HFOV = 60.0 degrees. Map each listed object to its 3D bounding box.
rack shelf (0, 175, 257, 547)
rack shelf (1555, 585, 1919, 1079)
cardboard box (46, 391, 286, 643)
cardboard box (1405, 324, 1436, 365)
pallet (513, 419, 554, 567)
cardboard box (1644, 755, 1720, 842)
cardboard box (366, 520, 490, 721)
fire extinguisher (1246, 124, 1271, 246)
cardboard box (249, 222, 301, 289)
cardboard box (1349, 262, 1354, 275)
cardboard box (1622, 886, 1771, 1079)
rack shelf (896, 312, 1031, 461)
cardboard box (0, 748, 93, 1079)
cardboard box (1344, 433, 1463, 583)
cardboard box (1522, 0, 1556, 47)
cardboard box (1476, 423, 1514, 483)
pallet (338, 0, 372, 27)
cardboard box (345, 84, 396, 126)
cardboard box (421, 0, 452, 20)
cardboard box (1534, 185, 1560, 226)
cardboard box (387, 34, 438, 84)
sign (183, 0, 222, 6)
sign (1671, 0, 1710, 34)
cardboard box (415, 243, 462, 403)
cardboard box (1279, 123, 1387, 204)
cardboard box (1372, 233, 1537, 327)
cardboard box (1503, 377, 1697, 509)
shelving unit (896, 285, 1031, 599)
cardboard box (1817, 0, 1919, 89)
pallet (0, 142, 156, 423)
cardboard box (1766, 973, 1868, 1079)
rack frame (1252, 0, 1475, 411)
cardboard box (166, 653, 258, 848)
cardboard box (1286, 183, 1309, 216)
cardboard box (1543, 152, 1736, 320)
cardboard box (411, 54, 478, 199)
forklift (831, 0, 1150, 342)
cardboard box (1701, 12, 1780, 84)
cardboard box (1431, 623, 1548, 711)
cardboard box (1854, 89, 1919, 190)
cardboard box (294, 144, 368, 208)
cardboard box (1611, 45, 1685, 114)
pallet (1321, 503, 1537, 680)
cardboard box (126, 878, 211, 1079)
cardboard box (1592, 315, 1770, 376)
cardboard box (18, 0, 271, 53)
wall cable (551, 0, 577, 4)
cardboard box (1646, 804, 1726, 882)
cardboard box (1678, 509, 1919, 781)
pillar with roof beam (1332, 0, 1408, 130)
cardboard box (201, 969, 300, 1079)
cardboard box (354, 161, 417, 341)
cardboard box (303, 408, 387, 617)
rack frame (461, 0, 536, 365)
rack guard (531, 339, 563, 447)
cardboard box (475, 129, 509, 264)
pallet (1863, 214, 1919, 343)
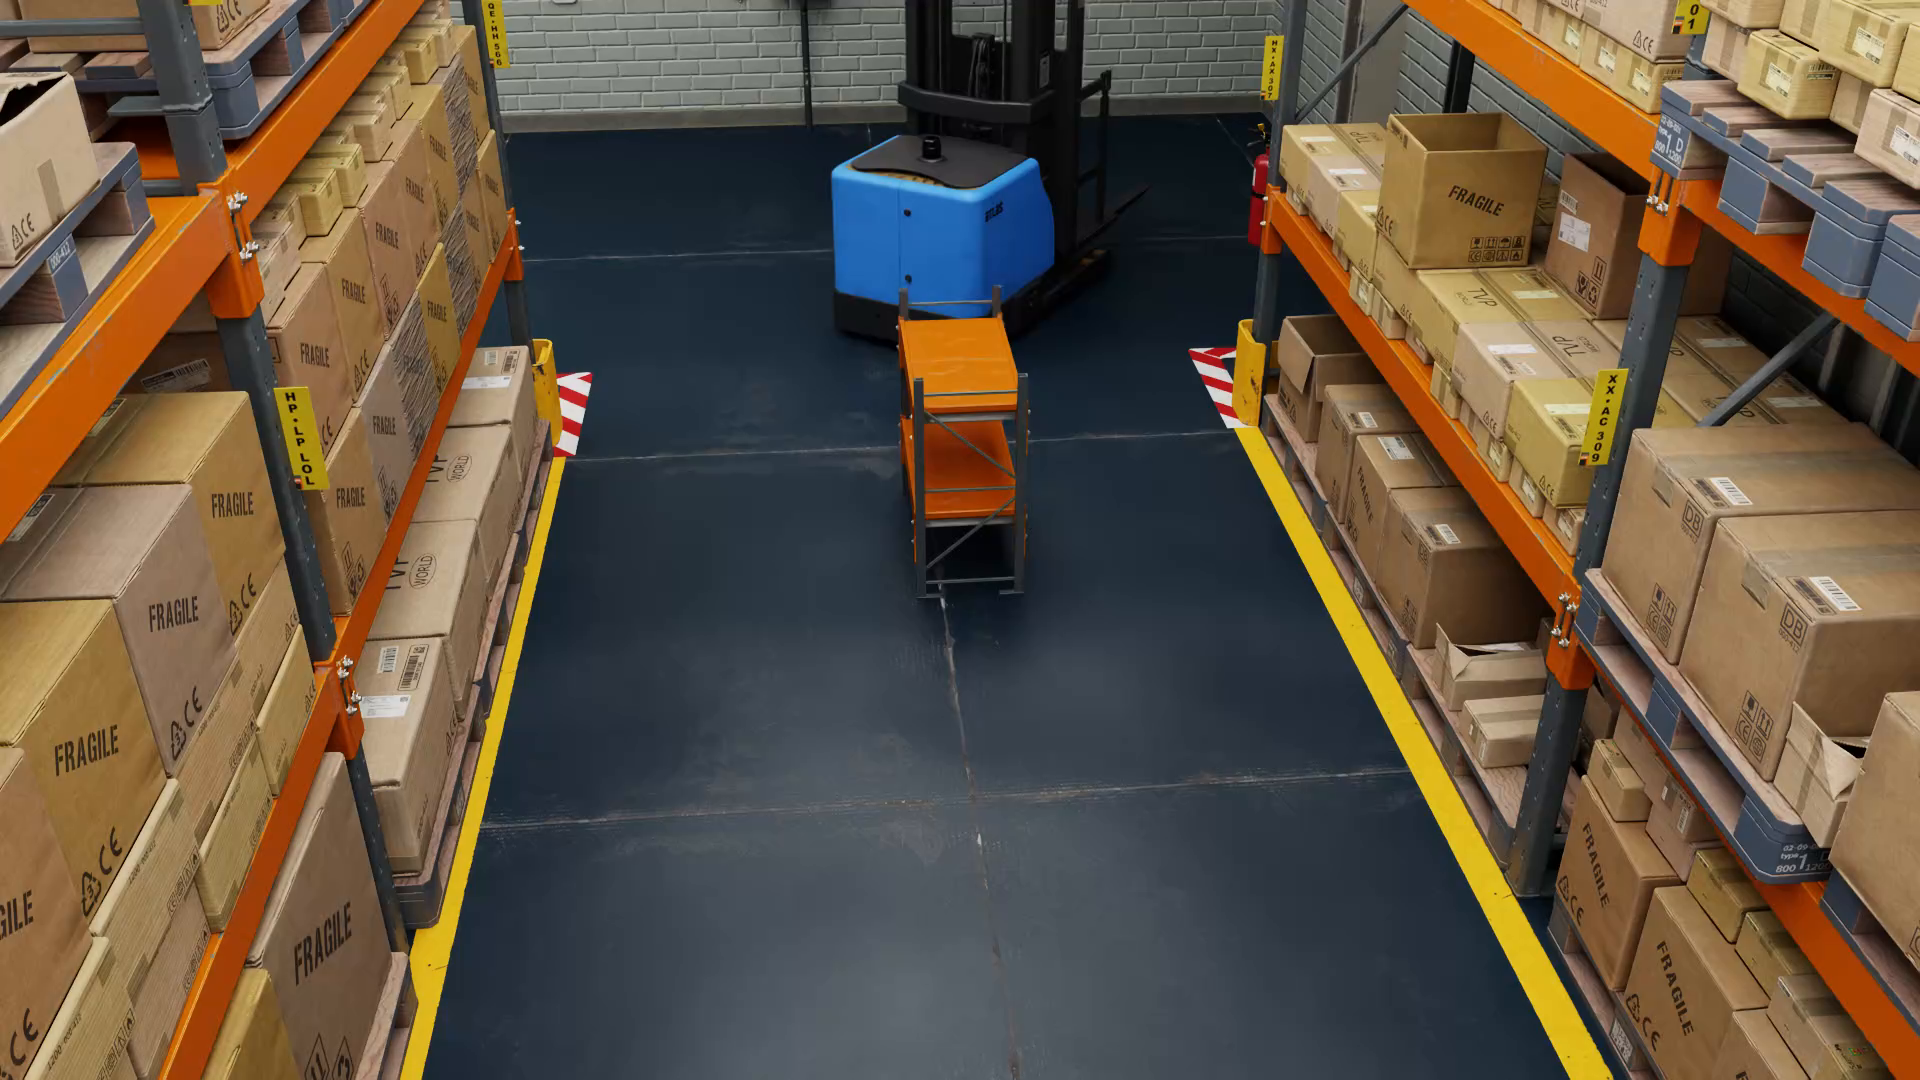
[{"bbox_3d":[-2.237,0.249,2.685,1.077,0.370,4.000,-3,31,-5],"label":"rack shelf"},{"bbox_3d":[2.705,1.297,3.856,1.077,0.370,4.000,-3,31,-5],"label":"rack shelf"},{"bbox_3d":[-2.132,-0.050,4.336,0.500,0.500,0.500,-2,31,-3],"label":"cardboard box"},{"bbox_3d":[2.111,-0.865,7.018,0.380,0.149,0.250,-3,31,-5],"label":"cardboard box"},{"bbox_3d":[-2.645,-0.234,8.436,1.003,0.211,1.213,-3,31,-5],"label":"pallet"},{"bbox_3d":[2.359,0.780,5.125,0.380,0.149,0.250,-4,31,-7],"label":"cardboard box"},{"bbox_3d":[-2.459,0.343,6.839,0.875,0.438,0.875,-4,31,-6],"label":"cardboard box"},{"bbox_3d":[1.671,-1.935,9.004,0.296,0.674,0.183,-3,31,-5],"label":"fire extinguisher"},{"bbox_3d":[-2.234,-0.848,5.039,0.380,0.149,0.250,-2,31,-4],"label":"cardboard box"},{"bbox_3d":[2.024,-1.259,7.678,0.380,0.149,0.250,-2,31,-4],"label":"cardboard box"},{"bbox_3d":[2.399,1.389,5.028,0.500,0.500,0.500,-3,31,-5],"label":"cardboard box"},{"bbox_3d":[-0.001,-0.738,7.817,0.538,0.278,1.000,-3,31,-5],"label":"rack shelf"},{"bbox_3d":[-1.985,0.737,3.018,0.500,0.500,0.500,-2,31,-4],"label":"cardboard box"},{"bbox_3d":[2.098,-0.153,7.609,0.500,0.500,0.500,-2,31,-4],"label":"cardboard box"},{"bbox_3d":[2.136,-1.771,5.610,0.380,0.149,0.250,-3,31,-5],"label":"cardboard box"},{"bbox_3d":[2.143,-0.340,6.138,0.380,0.149,0.250,-2,31,-3],"label":"cardboard box"},{"bbox_3d":[-2.600,-2.083,5.973,1.003,0.211,1.213,-3,31,-5],"label":"pallet"},{"bbox_3d":[-2.385,-1.629,6.347,0.380,0.149,0.250,-2,31,-3],"label":"cardboard box"},{"bbox_3d":[-2.564,-2.413,7.659,0.380,0.149,0.250,-2,31,-4],"label":"cardboard box"},{"bbox_3d":[2.540,-1.400,7.526,0.500,0.250,0.500,-2,31,-3],"label":"cardboard box"},{"bbox_3d":[-2.426,-2.026,7.012,0.380,0.149,0.250,-2,31,-3],"label":"cardboard box"},{"bbox_3d":[-1.884,-1.469,4.049,0.100,0.325,0.005,-3,31,-5],"label":"sign"},{"bbox_3d":[1.979,-1.513,4.429,0.100,0.325,0.005,-3,31,-5],"label":"sign"},{"bbox_3d":[-2.338,-0.863,6.672,0.500,0.500,0.500,-2,31,-3],"label":"cardboard box"},{"bbox_3d":[1.919,-1.894,8.352,0.500,0.250,0.500,-3,31,-4],"label":"cardboard box"},{"bbox_3d":[2.086,-1.118,7.053,0.500,0.250,0.500,-4,31,-6],"label":"cardboard box"},{"bbox_3d":[2.228,-0.345,5.759,0.500,0.250,0.500,-2,31,-3],"label":"cardboard box"},{"bbox_3d":[-0.001,-0.486,7.967,0.538,1.125,1.048,-3,31,-5],"label":"shelving unit"},{"bbox_3d":[2.187,-1.126,3.733,0.380,0.149,0.250,-3,31,-6],"label":"cardboard box"},{"bbox_3d":[-2.289,-0.534,3.480,0.805,0.209,1.217,-4,31,-7],"label":"pallet"},{"bbox_3d":[2.450,1.314,4.521,0.380,0.149,0.250,-3,31,-5],"label":"cardboard box"},{"bbox_3d":[2.144,-2.076,8.800,1.000,3.000,0.127,-3,31,-5],"label":"rack frame"},{"bbox_3d":[-2.086,0.524,4.106,0.500,0.250,0.500,-2,31,-3],"label":"cardboard box"},{"bbox_3d":[1.902,-1.787,8.561,0.380,0.149,0.250,-3,31,-5],"label":"cardboard box"},{"bbox_3d":[2.644,-1.192,6.445,0.500,0.500,0.500,-4,31,-6],"label":"cardboard box"},{"bbox_3d":[-2.437,-1.808,7.279,0.500,0.500,0.500,-3,31,-4],"label":"cardboard box"},{"bbox_3d":[0.370,-3.076,10.541,1.130,2.935,3.031,16,34,25],"label":"forklift"},{"bbox_3d":[2.150,-1.265,4.255,0.380,0.149,0.250,-2,31,-4],"label":"cardboard box"},{"bbox_3d":[2.140,0.507,6.732,0.396,0.266,0.258,-2,31,-3],"label":"cardboard box"},{"bbox_3d":[2.200,-0.873,3.600,0.380,0.149,0.250,-2,31,-4],"label":"cardboard box"},{"bbox_3d":[-2.258,-1.243,5.701,0.380,0.149,0.250,-4,31,-6],"label":"cardboard box"},{"bbox_3d":[2.190,-1.383,4.959,0.380,0.149,0.250,-3,31,-5],"label":"cardboard box"},{"bbox_3d":[2.338,0.189,7.728,1.003,0.211,1.213,-3,31,-5],"label":"pallet"},{"bbox_3d":[-2.056,1.006,3.786,0.500,0.250,0.500,-4,31,-6],"label":"cardboard box"},{"bbox_3d":[2.687,-0.618,6.216,0.500,0.250,0.500,-3,31,-5],"label":"cardboard box"},{"bbox_3d":[-2.269,-1.658,4.571,0.500,0.500,0.500,-2,31,-4],"label":"cardboard box"},{"bbox_3d":[-3.347,-5.163,12.948,0.585,1.953,0.123,-3,31,-5],"label":"wall cable"},{"bbox_3d":[2.390,0.915,5.189,0.380,0.149,0.250,-4,31,-6],"label":"cardboard box"},{"bbox_3d":[2.389,0.266,4.373,0.700,0.500,0.500,-2,31,-4],"label":"cardboard box"},{"bbox_3d":[-1.496,-5.865,9.293,9.100,9.000,0.400,-3,31,-5],"label":"pillar with roof beam"},{"bbox_3d":[-2.194,1.712,4.121,0.875,0.875,0.875,-2,31,-3],"label":"cardboard box"},{"bbox_3d":[-2.304,-1.041,5.995,0.500,0.500,0.500,-2,31,-4],"label":"cardboard box"},{"bbox_3d":[-2.207,-0.089,5.376,0.500,0.500,0.500,-2,31,-3],"label":"cardboard box"},{"bbox_3d":[-2.797,-1.836,8.398,1.000,3.000,0.127,-3,31,-5],"label":"rack frame"},{"bbox_3d":[-2.799,-0.775,9.060,1.175,0.500,0.348,-3,31,-5],"label":"rack guard"},{"bbox_3d":[-2.489,-1.645,7.982,0.500,0.500,0.500,-3,31,-4],"label":"cardboard box"},{"bbox_3d":[2.609,-0.375,3.210,1.213,0.211,1.003,-3,31,-5],"label":"pallet"}]
